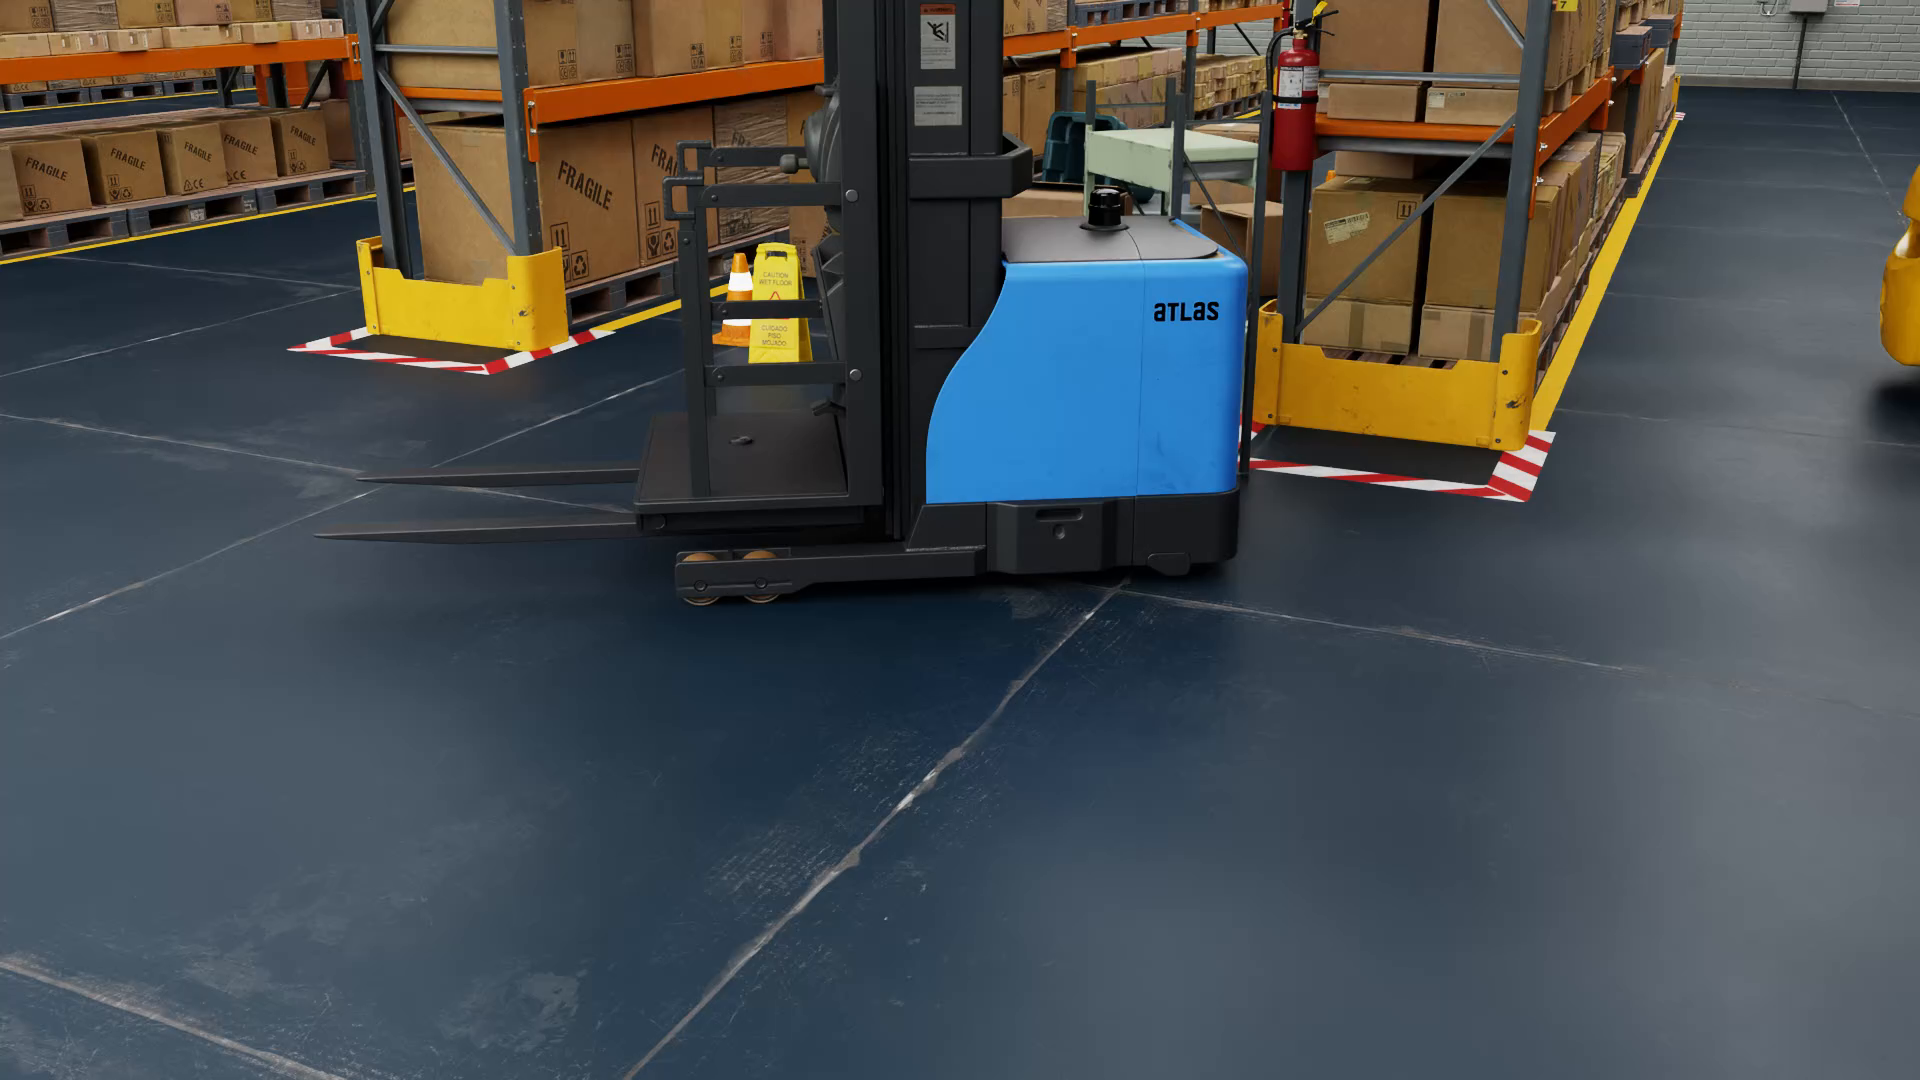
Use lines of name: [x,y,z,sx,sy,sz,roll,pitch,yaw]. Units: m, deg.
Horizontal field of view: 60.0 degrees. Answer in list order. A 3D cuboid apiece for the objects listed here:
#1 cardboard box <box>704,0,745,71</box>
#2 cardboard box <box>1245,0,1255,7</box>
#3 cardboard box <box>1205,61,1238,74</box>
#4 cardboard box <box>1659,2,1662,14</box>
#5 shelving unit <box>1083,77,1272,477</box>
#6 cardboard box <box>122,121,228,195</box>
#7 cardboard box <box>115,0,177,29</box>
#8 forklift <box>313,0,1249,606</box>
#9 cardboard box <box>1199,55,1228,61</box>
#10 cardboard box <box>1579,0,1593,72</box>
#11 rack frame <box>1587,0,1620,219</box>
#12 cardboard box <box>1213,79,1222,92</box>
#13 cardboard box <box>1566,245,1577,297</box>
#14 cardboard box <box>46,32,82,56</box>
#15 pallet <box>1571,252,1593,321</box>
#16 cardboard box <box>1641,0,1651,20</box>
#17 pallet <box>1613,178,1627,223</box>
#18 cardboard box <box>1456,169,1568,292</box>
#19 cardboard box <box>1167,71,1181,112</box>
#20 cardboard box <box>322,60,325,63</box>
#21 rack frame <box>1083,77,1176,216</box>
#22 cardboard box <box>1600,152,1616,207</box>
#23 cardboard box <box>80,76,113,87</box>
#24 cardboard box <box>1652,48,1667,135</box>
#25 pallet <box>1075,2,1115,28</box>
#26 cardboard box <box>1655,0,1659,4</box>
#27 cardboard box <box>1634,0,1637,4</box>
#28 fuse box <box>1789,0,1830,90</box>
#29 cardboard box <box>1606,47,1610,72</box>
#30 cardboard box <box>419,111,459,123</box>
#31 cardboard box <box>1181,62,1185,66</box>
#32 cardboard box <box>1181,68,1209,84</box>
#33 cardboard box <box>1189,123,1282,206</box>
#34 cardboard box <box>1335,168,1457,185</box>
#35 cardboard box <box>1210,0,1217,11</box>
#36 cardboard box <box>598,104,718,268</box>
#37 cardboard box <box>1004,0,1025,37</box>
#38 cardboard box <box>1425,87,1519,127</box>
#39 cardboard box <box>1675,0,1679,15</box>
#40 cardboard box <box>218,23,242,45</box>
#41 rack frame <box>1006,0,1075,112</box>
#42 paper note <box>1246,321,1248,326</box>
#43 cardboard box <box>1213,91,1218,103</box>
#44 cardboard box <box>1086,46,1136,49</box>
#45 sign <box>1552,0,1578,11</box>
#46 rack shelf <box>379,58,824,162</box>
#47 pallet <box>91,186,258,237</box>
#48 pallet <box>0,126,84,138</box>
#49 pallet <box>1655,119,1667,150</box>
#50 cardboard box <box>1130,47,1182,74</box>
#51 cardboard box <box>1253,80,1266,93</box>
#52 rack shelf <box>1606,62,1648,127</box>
cardboard box: [-1.852,-3.222,10.328,0.875,0.550,0.500,9,21,23]
cardboard box: [3.542,-6.866,21.173,0.380,0.149,0.250,8,21,20]
cardboard box: [3.297,-5.977,21.040,0.380,0.149,0.250,8,21,21]
cardboard box: [6.185,-4.851,15.356,0.500,0.250,0.500,9,21,23]
shelving unit: [0.837,-1.060,6.710,0.431,1.500,0.755,-8,21,-21]
cardboard box: [-6.147,-3.000,13.031,0.500,0.500,0.500,7,21,18]
cardboard box: [-6.370,-4.070,12.342,0.875,0.500,0.500,9,21,23]
forklift: [-0.618,-1.356,5.409,3.031,2.935,1.130,-2,20,-6]
cardboard box: [3.333,-6.351,22.090,0.380,0.149,0.250,9,21,24]
cardboard box: [2.730,-2.499,7.927,0.500,0.500,0.500,8,21,22]
rack frame: [3.504,-3.113,10.247,1.000,3.000,0.127,9,21,23]
cardboard box: [2.999,-5.601,20.426,0.380,0.149,0.250,10,22,25]
cardboard box: [3.086,-1.479,9.128,0.500,0.250,0.500,9,21,24]
cardboard box: [-6.413,-3.489,11.679,0.380,0.149,0.250,9,21,23]
pallet: [3.261,-1.589,10.123,1.003,0.211,1.213,9,21,23]
cardboard box: [4.906,-3.946,12.337,0.380,0.149,0.250,9,21,24]
pallet: [4.821,-2.784,13.481,1.003,0.211,1.213,9,21,23]
cardboard box: [2.668,-1.523,8.132,0.500,0.500,0.500,8,21,21]
cardboard box: [2.149,-4.967,18.561,0.500,0.500,0.500,8,21,22]
cardboard box: [-10.532,-7.885,26.734,0.797,0.503,0.637,9,21,23]
rack frame: [0.699,-1.173,7.030,0.400,1.500,0.023,-8,21,-21]
cardboard box: [4.291,-2.667,12.286,0.950,0.372,0.625,9,22,24]
cardboard box: [-12.069,-6.499,22.841,0.500,0.500,0.500,8,21,22]
cardboard box: [6.599,-4.555,16.845,0.875,0.875,0.875,9,22,24]
pallet: [0.779,-5.127,16.194,1.213,0.211,1.003,9,21,23]
cardboard box: [5.787,-4.780,14.411,0.500,0.250,0.500,9,22,24]
cardboard box: [4.162,-3.756,10.833,0.500,0.500,0.500,9,21,23]
fuse box: [12.562,-7.569,24.698,0.539,1.711,0.414,9,21,23]
cardboard box: [3.651,-2.855,9.895,0.380,0.149,0.250,8,21,22]
cardboard box: [-5.053,-3.831,15.338,0.700,0.500,0.500,8,21,22]
cardboard box: [2.598,-5.896,20.810,0.380,0.149,0.250,8,21,21]
cardboard box: [2.720,-5.495,19.684,0.380,0.149,0.250,10,22,25]
cardboard box: [1.868,-2.528,11.200,0.500,0.500,0.500,9,21,23]
cardboard box: [2.167,-1.587,8.312,0.500,0.500,0.500,9,22,25]
cardboard box: [2.853,-6.391,19.837,0.380,0.149,0.250,8,21,20]
cardboard box: [-2.115,-2.221,10.283,0.875,0.875,0.875,8,21,22]
cardboard box: [0.235,-4.552,14.143,0.500,0.500,0.500,8,21,22]
cardboard box: [2.194,-1.848,7.063,0.380,0.149,0.250,9,21,23]
cardboard box: [7.630,-6.018,18.265,0.500,0.500,0.500,9,21,23]
cardboard box: [-5.848,-3.955,12.989,0.380,0.149,0.250,9,21,23]
rack frame: [0.585,-4.985,15.508,1.000,3.000,0.127,9,21,23]
paper note: [1.613,-1.232,9.386,0.142,0.019,0.148,1,20,4]
cardboard box: [2.965,-5.465,20.487,0.380,0.149,0.250,8,21,20]
cardboard box: [1.679,-5.391,18.636,0.500,0.250,0.500,8,21,20]
sign: [2.361,-2.224,6.454,0.100,0.325,0.005,9,21,23]
rack shelf: [-1.872,-2.811,10.471,1.077,0.370,4.000,9,21,23]
pallet: [-6.278,-2.575,12.894,1.003,0.211,1.213,9,21,23]
pallet: [-9.769,-4.084,17.138,1.003,0.211,1.213,9,21,23]
pallet: [7.163,-4.467,18.214,1.003,0.211,1.213,9,21,23]
cardboard box: [2.148,-5.318,18.431,0.500,0.250,0.500,8,21,21]
cardboard box: [3.822,-6.003,21.999,0.380,0.149,0.250,9,22,24]
rack shelf: [4.323,-3.386,12.086,1.077,0.370,4.000,9,21,23]
